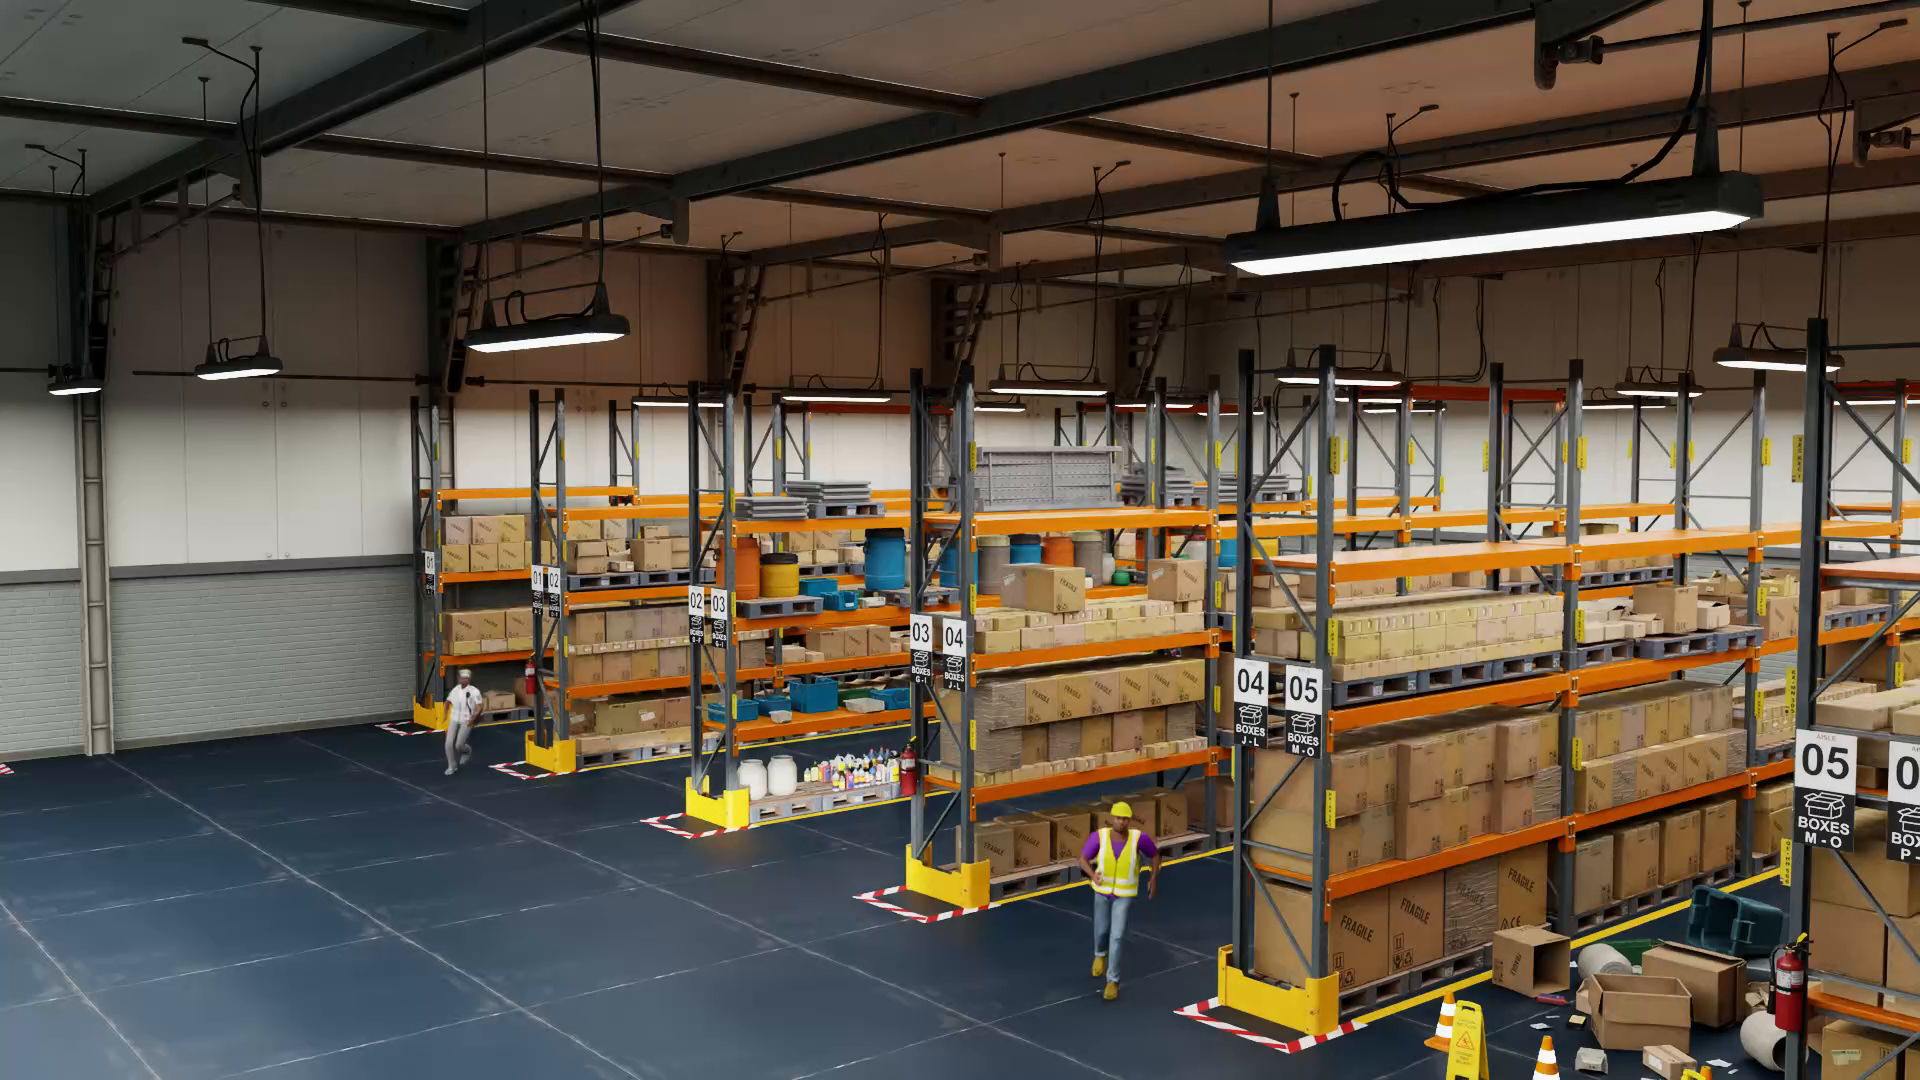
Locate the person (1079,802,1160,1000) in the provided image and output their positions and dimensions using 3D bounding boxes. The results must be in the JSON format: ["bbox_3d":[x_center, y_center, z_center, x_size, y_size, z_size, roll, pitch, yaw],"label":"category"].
[{"bbox_3d":[1.498,3.337,15.692,0.764,1.765,0.881,0,3,7],"label":"person"}]

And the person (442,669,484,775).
[{"bbox_3d":[-7.770,2.831,26.027,0.617,1.655,0.521,0,3,8],"label":"person"}]
